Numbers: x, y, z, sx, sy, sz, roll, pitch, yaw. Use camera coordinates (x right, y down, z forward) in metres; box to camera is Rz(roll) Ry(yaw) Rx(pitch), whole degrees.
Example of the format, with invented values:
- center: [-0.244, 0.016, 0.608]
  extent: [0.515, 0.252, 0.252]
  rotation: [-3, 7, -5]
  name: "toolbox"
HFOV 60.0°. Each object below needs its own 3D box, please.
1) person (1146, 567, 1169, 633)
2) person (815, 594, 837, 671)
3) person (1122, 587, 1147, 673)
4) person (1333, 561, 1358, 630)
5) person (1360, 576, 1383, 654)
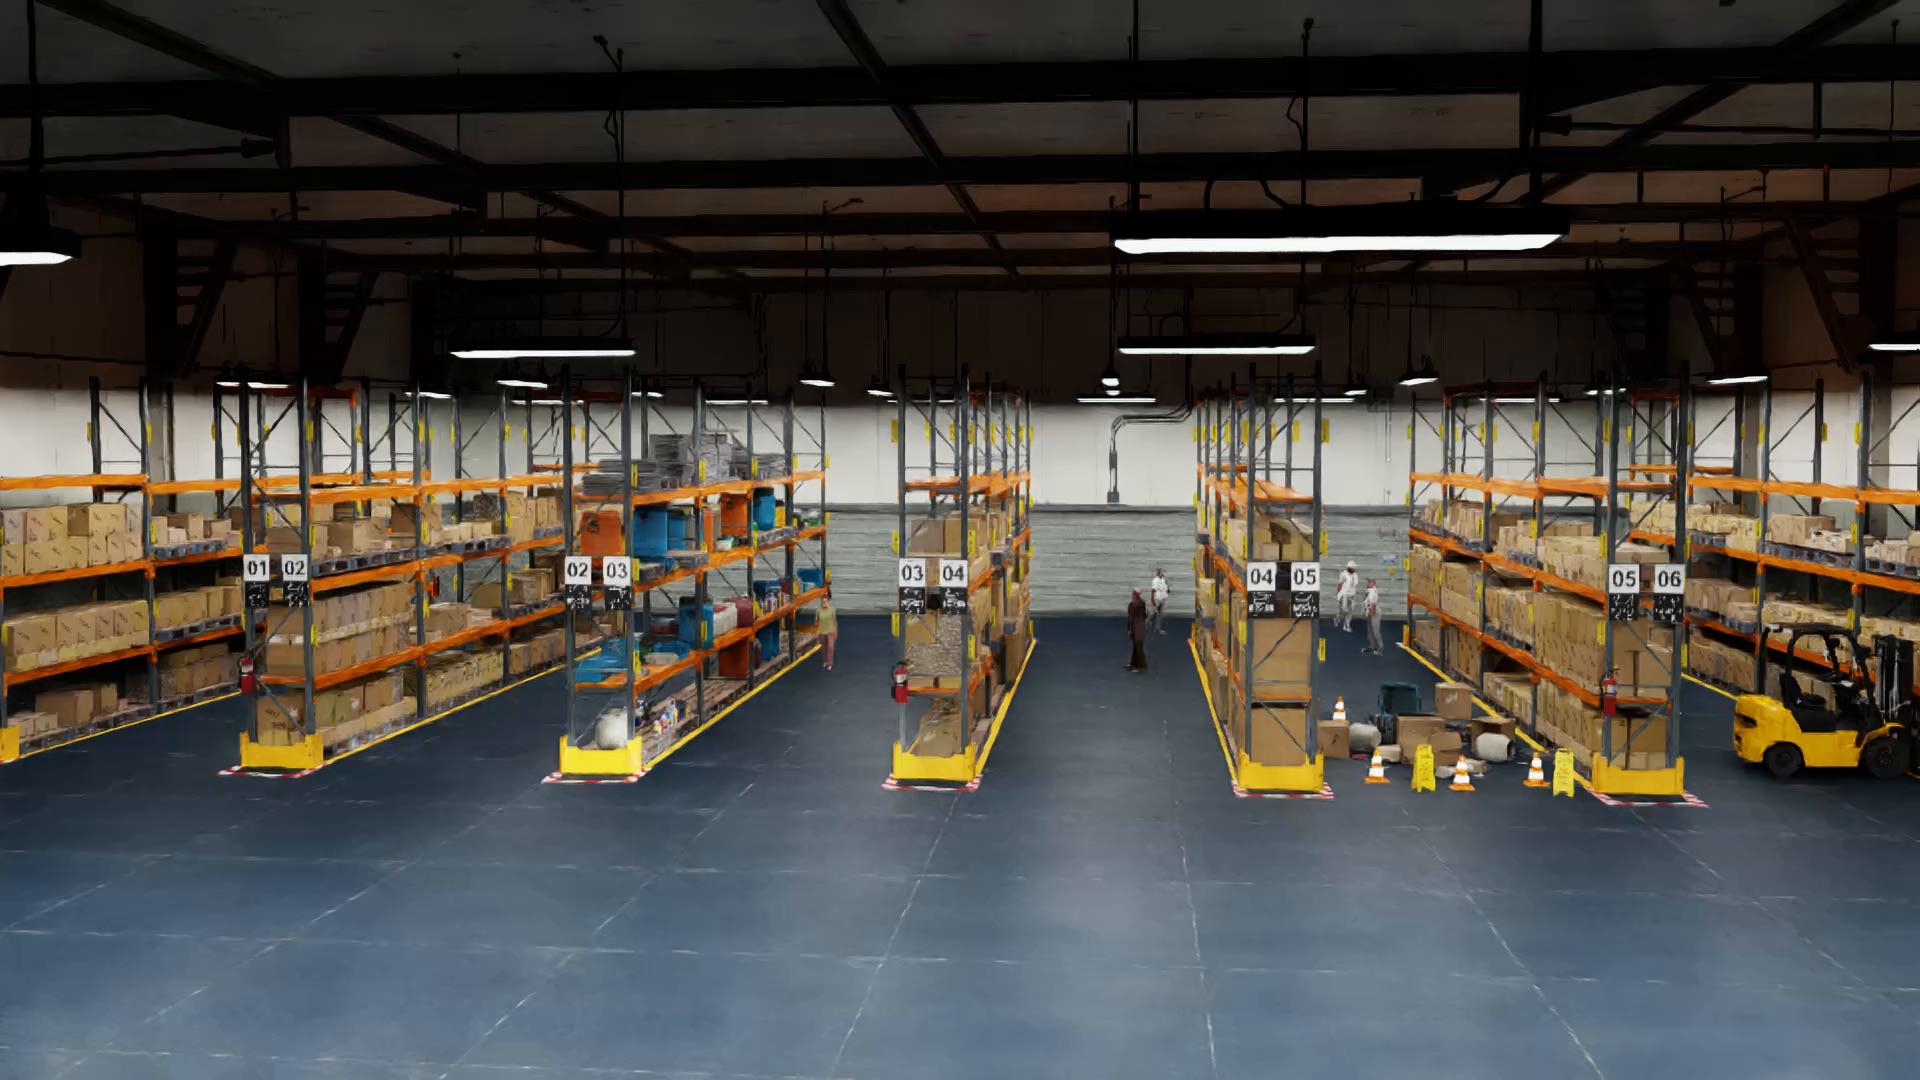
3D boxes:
- center: [4.862, 1.506, 41.611]
  extent: [0.658, 1.662, 0.510]
  rotation: [-3, 5, -36]
  name: "person"
- center: [-2.841, 1.933, 35.089]
  extent: [0.451, 1.586, 1.099]
  rotation: [0, 4, 3]
  name: "person"
- center: [3.657, 1.867, 34.744]
  extent: [0.648, 1.773, 0.690]
  rotation: [2, 4, 26]
  name: "person"
- center: [9.817, 1.405, 42.329]
  extent: [0.602, 1.774, 0.574]
  rotation: [-2, 4, -29]
  name: "person"
- center: [9.350, 1.697, 37.691]
  extent: [0.493, 1.753, 0.612]
  rotation: [1, 4, 9]
  name: "person"
